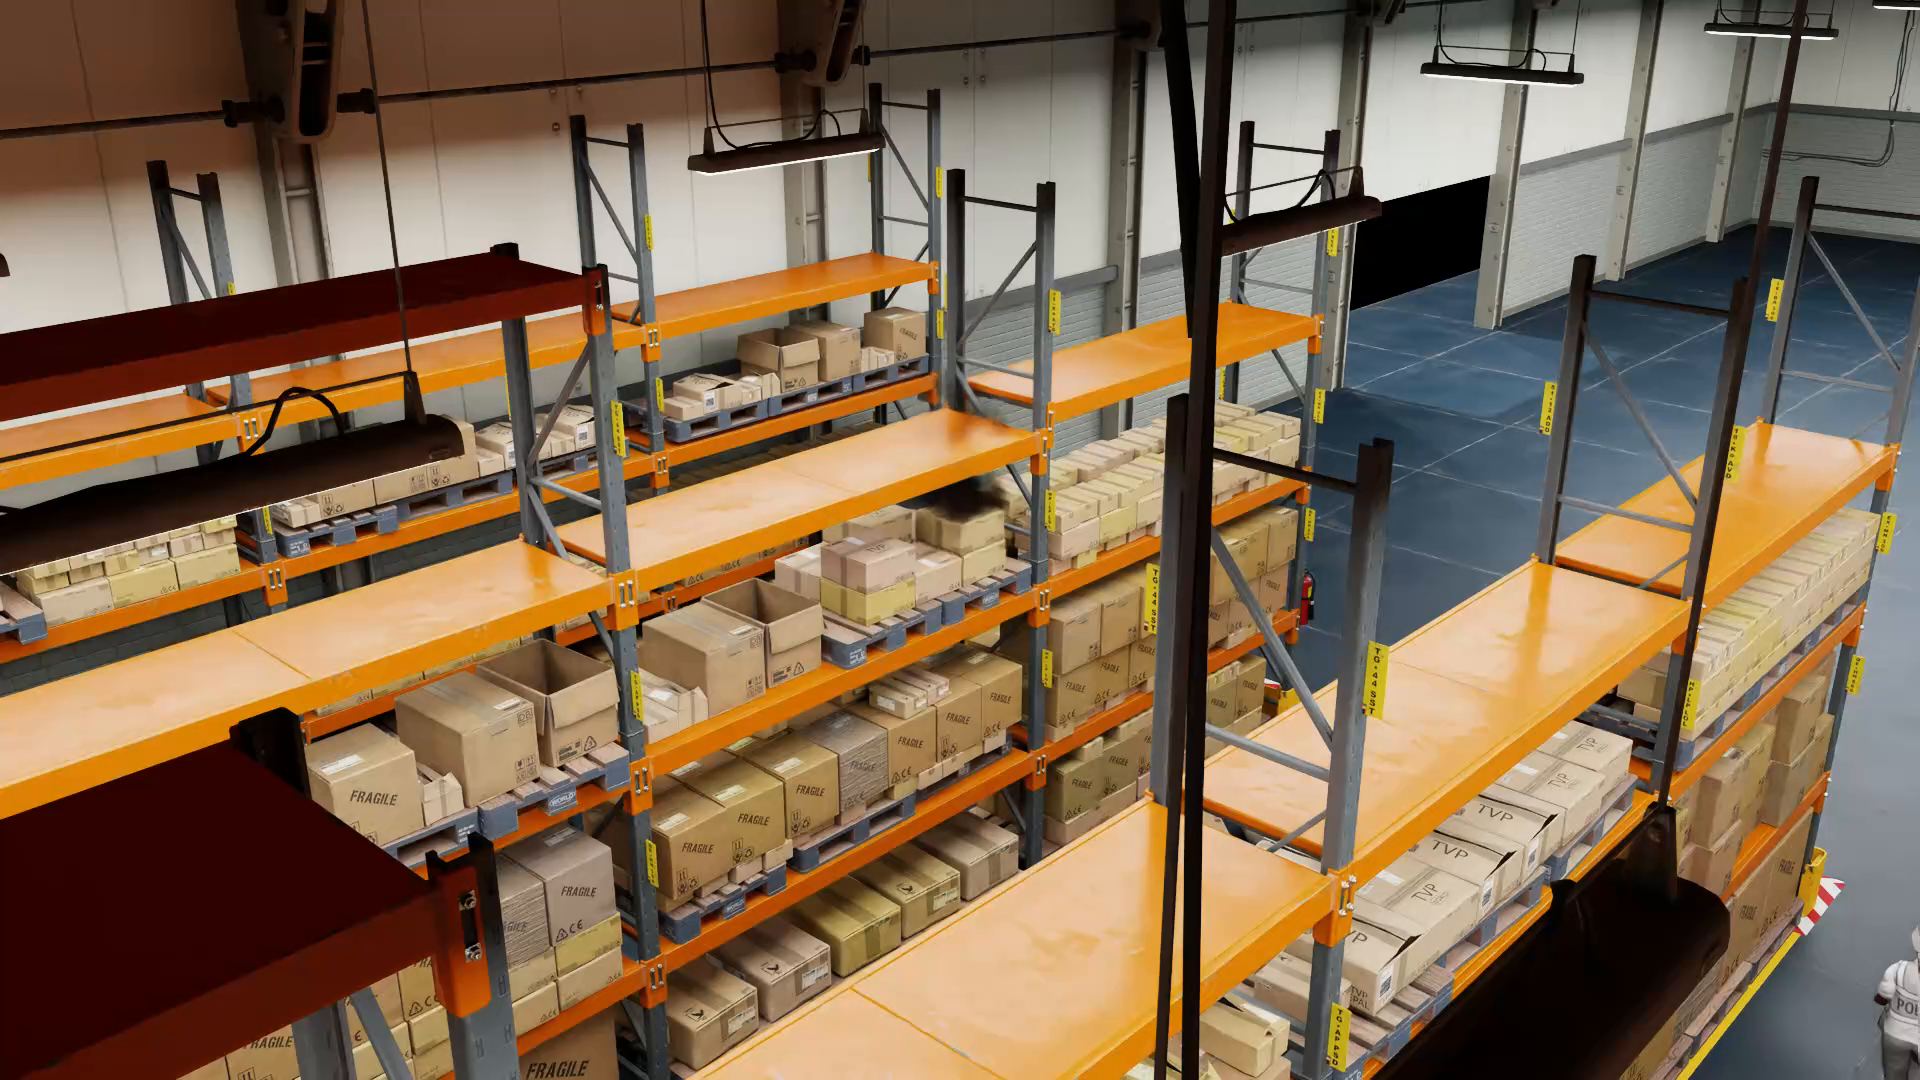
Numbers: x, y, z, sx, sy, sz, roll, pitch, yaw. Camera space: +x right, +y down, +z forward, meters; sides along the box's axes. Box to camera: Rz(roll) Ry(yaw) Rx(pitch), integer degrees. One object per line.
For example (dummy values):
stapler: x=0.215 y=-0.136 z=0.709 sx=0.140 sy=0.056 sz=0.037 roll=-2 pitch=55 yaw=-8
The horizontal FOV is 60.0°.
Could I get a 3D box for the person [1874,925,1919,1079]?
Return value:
person: x=6.381 y=3.302 z=11.123 sx=0.549 sy=1.658 sz=0.689 roll=10 pitch=23 yaw=23
